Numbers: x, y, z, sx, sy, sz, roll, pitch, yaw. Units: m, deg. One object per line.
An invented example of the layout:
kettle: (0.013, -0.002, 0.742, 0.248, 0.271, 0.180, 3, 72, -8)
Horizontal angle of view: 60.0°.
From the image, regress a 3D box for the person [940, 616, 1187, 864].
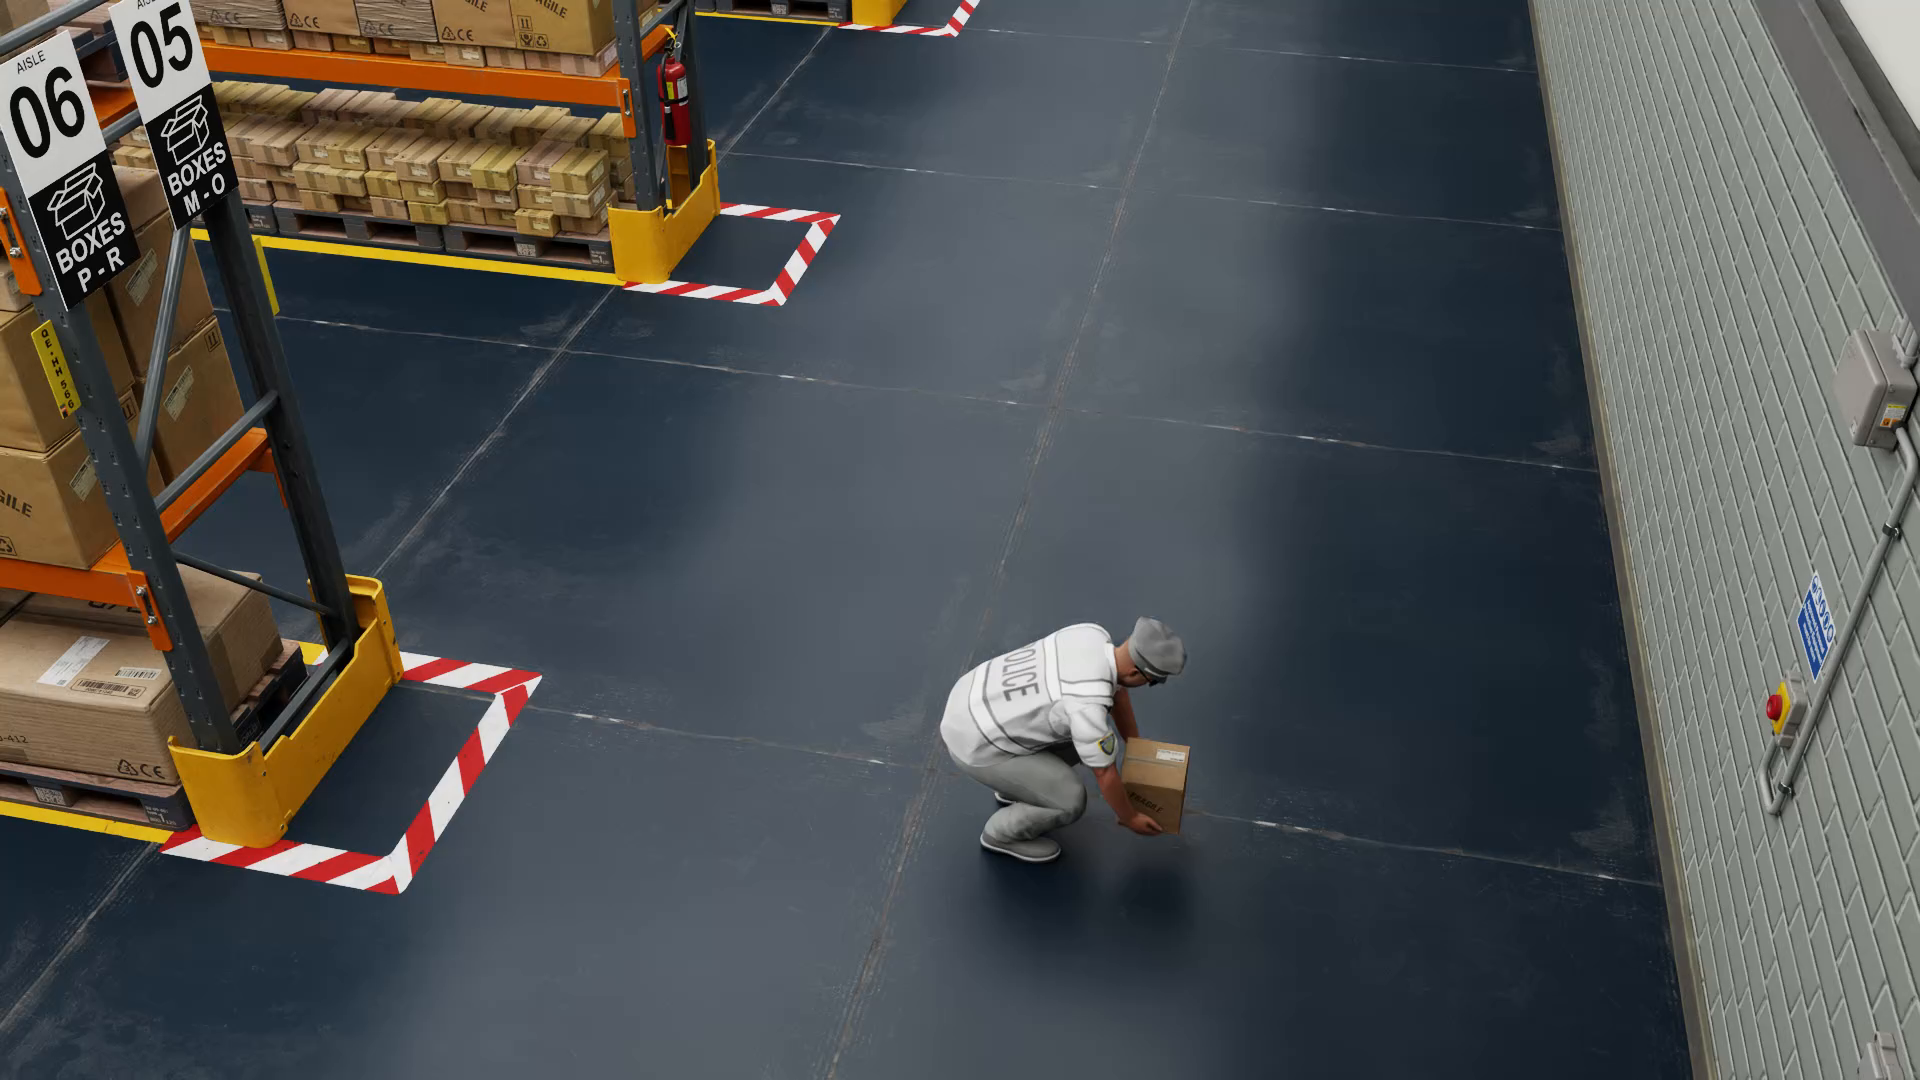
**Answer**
person: (0.399, 0.739, 6.540, 0.918, 1.065, 0.556, 7, 37, 10)
